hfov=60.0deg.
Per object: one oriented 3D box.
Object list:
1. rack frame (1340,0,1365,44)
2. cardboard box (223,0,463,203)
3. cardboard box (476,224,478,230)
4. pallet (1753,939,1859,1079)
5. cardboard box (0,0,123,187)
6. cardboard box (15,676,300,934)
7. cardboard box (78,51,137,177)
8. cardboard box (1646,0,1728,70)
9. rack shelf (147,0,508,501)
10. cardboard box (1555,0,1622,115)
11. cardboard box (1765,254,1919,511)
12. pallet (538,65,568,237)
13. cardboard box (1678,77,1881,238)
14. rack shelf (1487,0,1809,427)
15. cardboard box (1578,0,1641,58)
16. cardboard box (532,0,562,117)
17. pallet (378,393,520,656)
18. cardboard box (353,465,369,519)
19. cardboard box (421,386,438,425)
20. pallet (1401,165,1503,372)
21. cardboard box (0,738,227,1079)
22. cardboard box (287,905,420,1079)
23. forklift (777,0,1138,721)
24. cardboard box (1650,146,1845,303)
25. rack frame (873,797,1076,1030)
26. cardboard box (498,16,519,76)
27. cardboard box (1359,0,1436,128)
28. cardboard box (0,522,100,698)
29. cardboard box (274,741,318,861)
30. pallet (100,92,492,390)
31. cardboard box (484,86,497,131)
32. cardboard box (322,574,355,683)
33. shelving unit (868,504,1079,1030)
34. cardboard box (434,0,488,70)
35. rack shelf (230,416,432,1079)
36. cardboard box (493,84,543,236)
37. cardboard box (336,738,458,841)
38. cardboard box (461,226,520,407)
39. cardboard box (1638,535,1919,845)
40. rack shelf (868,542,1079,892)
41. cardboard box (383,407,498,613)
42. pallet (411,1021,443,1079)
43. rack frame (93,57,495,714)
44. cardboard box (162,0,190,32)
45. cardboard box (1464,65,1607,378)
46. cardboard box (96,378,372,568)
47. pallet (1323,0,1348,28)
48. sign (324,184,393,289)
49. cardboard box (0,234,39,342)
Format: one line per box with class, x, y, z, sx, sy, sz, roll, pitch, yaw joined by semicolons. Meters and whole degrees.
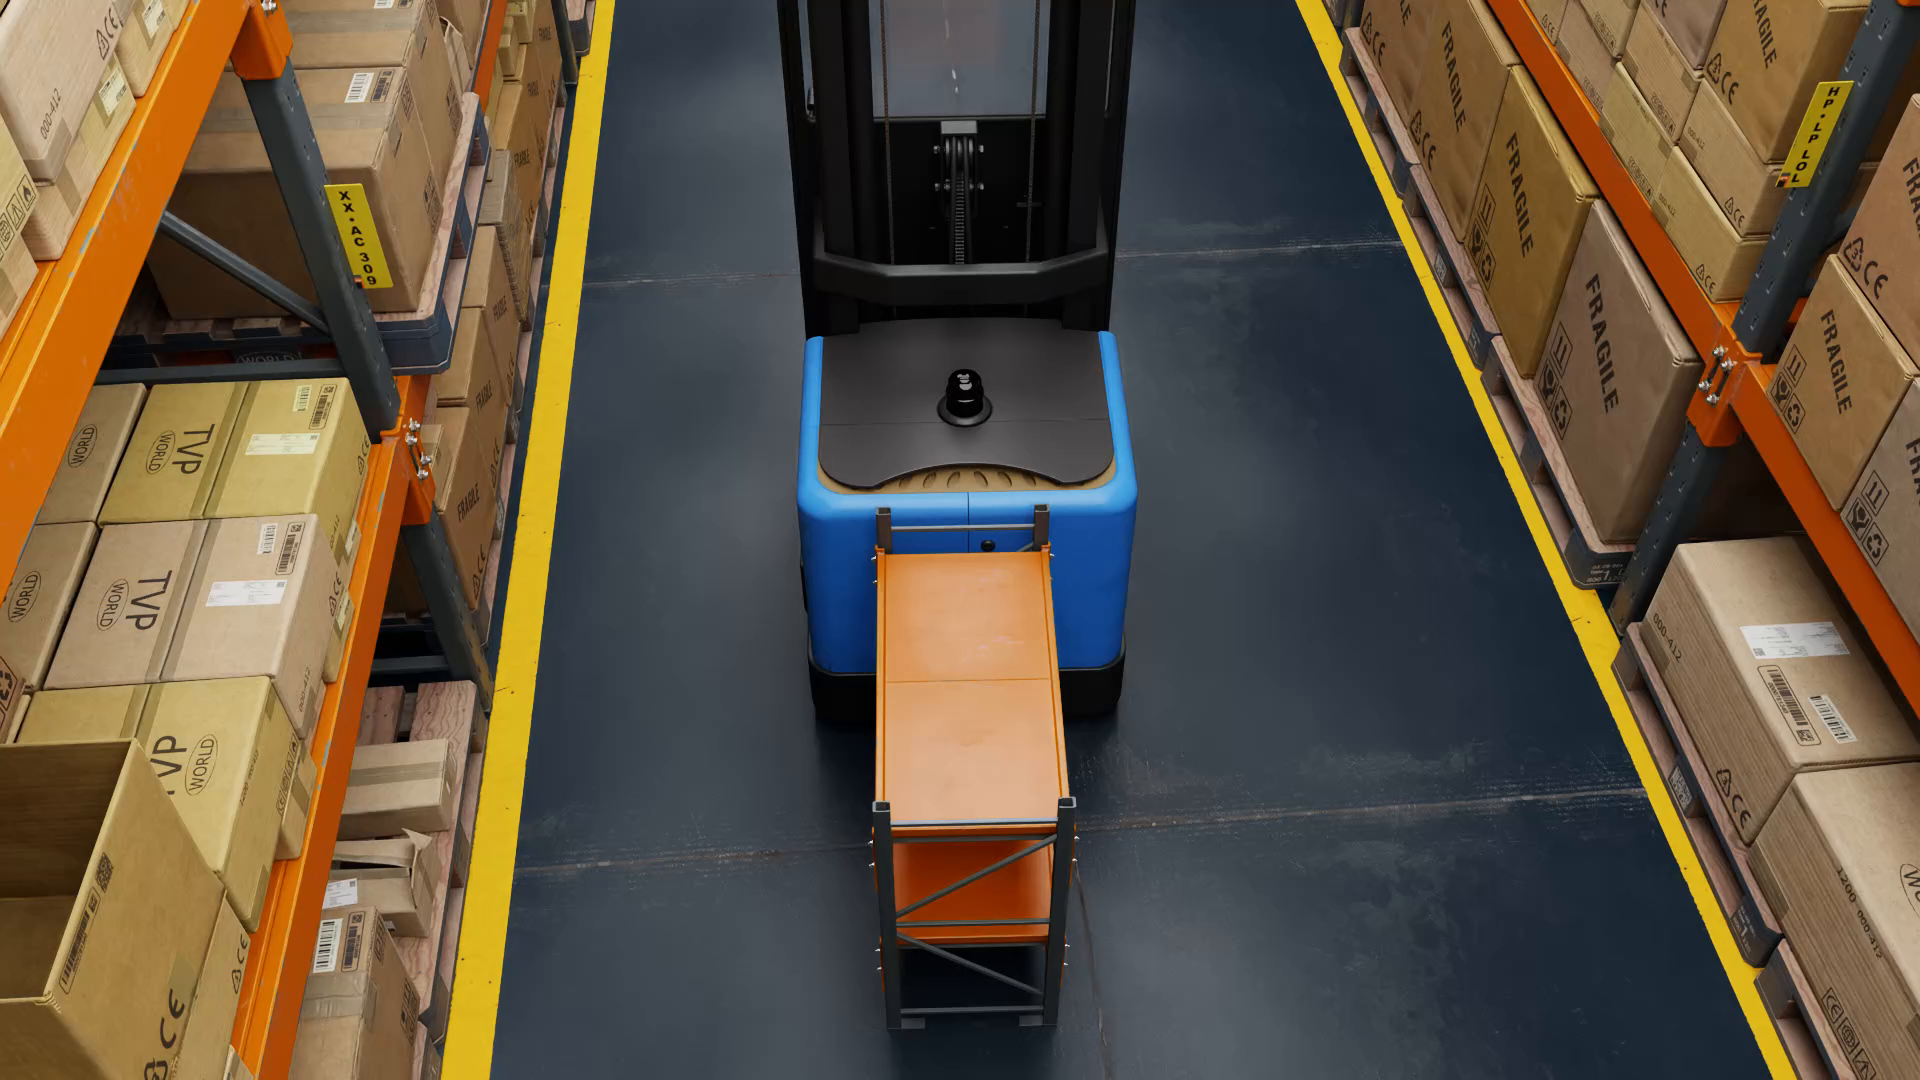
rack frame;2.503;-3.650;7.641;1.000;3.000;0.127;-3;47;-3
cardboard box;-1.969;-1.369;5.122;0.700;0.500;0.500;-3;47;-3
cardboard box;-2.045;-1.176;6.284;0.380;0.149;0.250;-2;47;-2
pallet;2.929;1.643;4.549;1.003;0.211;1.213;-3;47;-3
cardboard box;-1.764;-0.824;2.797;0.500;0.250;0.500;-5;47;-5
cardboard box;-1.737;0.575;3.538;0.500;0.250;0.500;-4;47;-4
cardboard box;-1.753;-0.782;3.032;0.380;0.149;0.250;-2;47;-2
cardboard box;2.500;-1.816;5.146;0.500;0.500;0.500;-3;47;-3
rack shelf;-2.276;-1.651;6.243;1.077;0.370;4.000;-3;47;-3
cardboard box;2.484;-1.748;5.943;0.500;0.250;0.500;-5;47;-4
cardboard box;2.616;-0.435;4.527;0.500;0.500;0.500;-2;47;-2
pallet;-2.418;-1.844;7.851;1.003;0.211;1.213;-3;47;-3
cardboard box;2.559;-1.180;5.061;0.500;0.250;0.500;-4;47;-3
rack shelf;2.670;-1.956;6.532;1.077;0.370;4.000;-3;47;-3
cardboard box;2.460;-1.916;5.758;0.500;0.250;0.500;-2;47;-2
cardboard box;-2.193;-2.338;7.830;0.500;0.500;0.500;-2;47;-2
pallet;-2.214;-0.079;6.179;1.003;0.211;1.213;-3;47;-3
cardboard box;-1.830;-0.150;4.499;0.380;0.149;0.250;-3;47;-3
cardboard box;-1.973;-0.431;5.578;0.380;0.149;0.250;-5;47;-4
pallet;2.593;-1.236;7.275;1.003;0.211;1.213;-3;47;-3
cardboard box;-1.669;0.704;2.899;0.500;0.500;0.500;-2;47;-2
cardboard box;-1.850;1.337;4.350;0.700;0.500;0.500;-5;47;-5
forklift;-0.018;-1.460;5.614;1.130;2.935;3.031;-1;47;-1
cardboard box;2.549;-1.014;5.247;0.500;0.250;0.500;-4;47;-4
rack frame;0.035;1.036;4.494;0.500;1.125;0.032;-1;47;-1
cardboard box;-2.117;-2.123;7.180;0.380;0.149;0.250;-5;47;-5
cardboard box;2.478;-2.559;7.782;0.875;0.875;0.875;-4;47;-4
cardboard box;-2.287;0.235;3.860;0.500;0.250;0.500;-4;47;-4
cardboard box;-1.696;0.598;3.790;0.380;0.149;0.250;-4;47;-4
pallet;-2.066;-0.970;5.235;1.003;0.211;1.213;-3;47;-3
cardboard box;-2.119;-1.749;6.826;0.380;0.149;0.250;-4;47;-4
cardboard box;-1.741;0.224;4.145;0.380;0.149;0.250;-2;47;-2
shelving unit;0.022;0.667;4.843;0.538;1.125;1.048;-1;47;-1
cardboard box;-2.035;-1.936;5.660;0.700;0.500;0.500;-4;47;-3
rack shelf;-1.941;1.243;3.502;1.077;0.370;4.000;-3;47;-3
cardboard box;-2.115;-1.596;7.128;0.500;0.500;0.500;-2;47;-2
cardboard box;-1.769;0.770;5.129;0.380;0.149;0.250;-5;47;-4
cardboard box;-2.016;-0.846;6.418;0.500;0.500;0.500;-5;47;-4
cardboard box;2.783;0.441;5.241;0.875;0.438;0.875;-4;47;-4
rack shelf;0.022;0.466;4.631;0.538;0.278;1.000;-1;47;-1
cardboard box;-1.924;-0.100;5.711;0.500;0.500;0.500;-2;47;-2
pallet;-1.946;1.889;4.316;1.003;0.211;1.213;-3;47;-3
rack frame;-2.108;-0.452;4.612;1.000;3.000;0.127;-3;47;-3
cardboard box;-1.784;-1.155;3.385;0.380;0.149;0.250;-4;47;-4
cardboard box;2.623;-1.267;6.558;0.875;0.875;0.875;-2;47;-2
cardboard box;-1.822;-0.149;4.223;0.500;0.250;0.500;-2;47;-2
pallet;2.439;-3.257;9.189;1.003;0.211;1.213;-3;47;-3
sign;-1.568;-0.788;4.334;0.100;0.325;0.005;-3;47;-3
cardboard box;-1.743;-0.409;2.679;0.380;0.149;0.250;-2;47;-2
